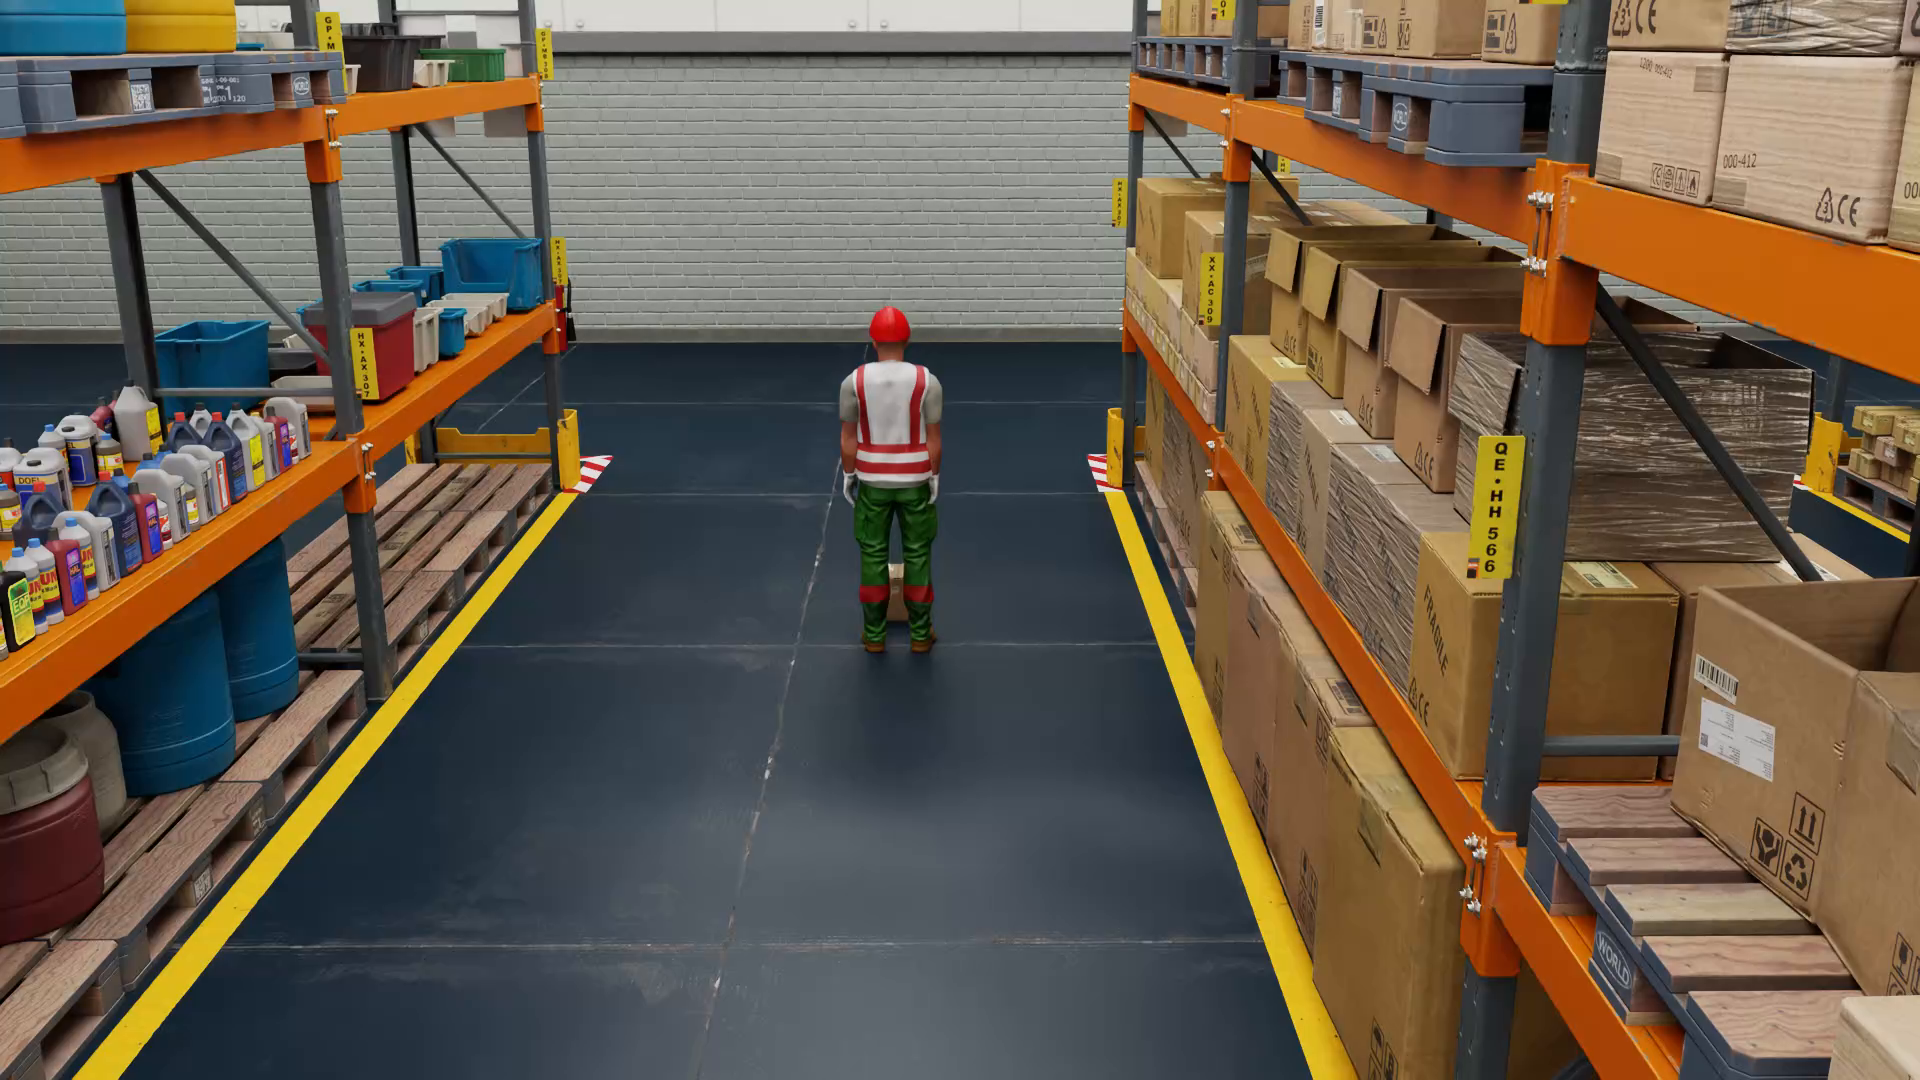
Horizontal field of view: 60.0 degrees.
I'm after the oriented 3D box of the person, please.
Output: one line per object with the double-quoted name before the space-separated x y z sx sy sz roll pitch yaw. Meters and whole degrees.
"person" -0.346 -0.303 8.499 0.524 1.786 0.332 0 17 1
